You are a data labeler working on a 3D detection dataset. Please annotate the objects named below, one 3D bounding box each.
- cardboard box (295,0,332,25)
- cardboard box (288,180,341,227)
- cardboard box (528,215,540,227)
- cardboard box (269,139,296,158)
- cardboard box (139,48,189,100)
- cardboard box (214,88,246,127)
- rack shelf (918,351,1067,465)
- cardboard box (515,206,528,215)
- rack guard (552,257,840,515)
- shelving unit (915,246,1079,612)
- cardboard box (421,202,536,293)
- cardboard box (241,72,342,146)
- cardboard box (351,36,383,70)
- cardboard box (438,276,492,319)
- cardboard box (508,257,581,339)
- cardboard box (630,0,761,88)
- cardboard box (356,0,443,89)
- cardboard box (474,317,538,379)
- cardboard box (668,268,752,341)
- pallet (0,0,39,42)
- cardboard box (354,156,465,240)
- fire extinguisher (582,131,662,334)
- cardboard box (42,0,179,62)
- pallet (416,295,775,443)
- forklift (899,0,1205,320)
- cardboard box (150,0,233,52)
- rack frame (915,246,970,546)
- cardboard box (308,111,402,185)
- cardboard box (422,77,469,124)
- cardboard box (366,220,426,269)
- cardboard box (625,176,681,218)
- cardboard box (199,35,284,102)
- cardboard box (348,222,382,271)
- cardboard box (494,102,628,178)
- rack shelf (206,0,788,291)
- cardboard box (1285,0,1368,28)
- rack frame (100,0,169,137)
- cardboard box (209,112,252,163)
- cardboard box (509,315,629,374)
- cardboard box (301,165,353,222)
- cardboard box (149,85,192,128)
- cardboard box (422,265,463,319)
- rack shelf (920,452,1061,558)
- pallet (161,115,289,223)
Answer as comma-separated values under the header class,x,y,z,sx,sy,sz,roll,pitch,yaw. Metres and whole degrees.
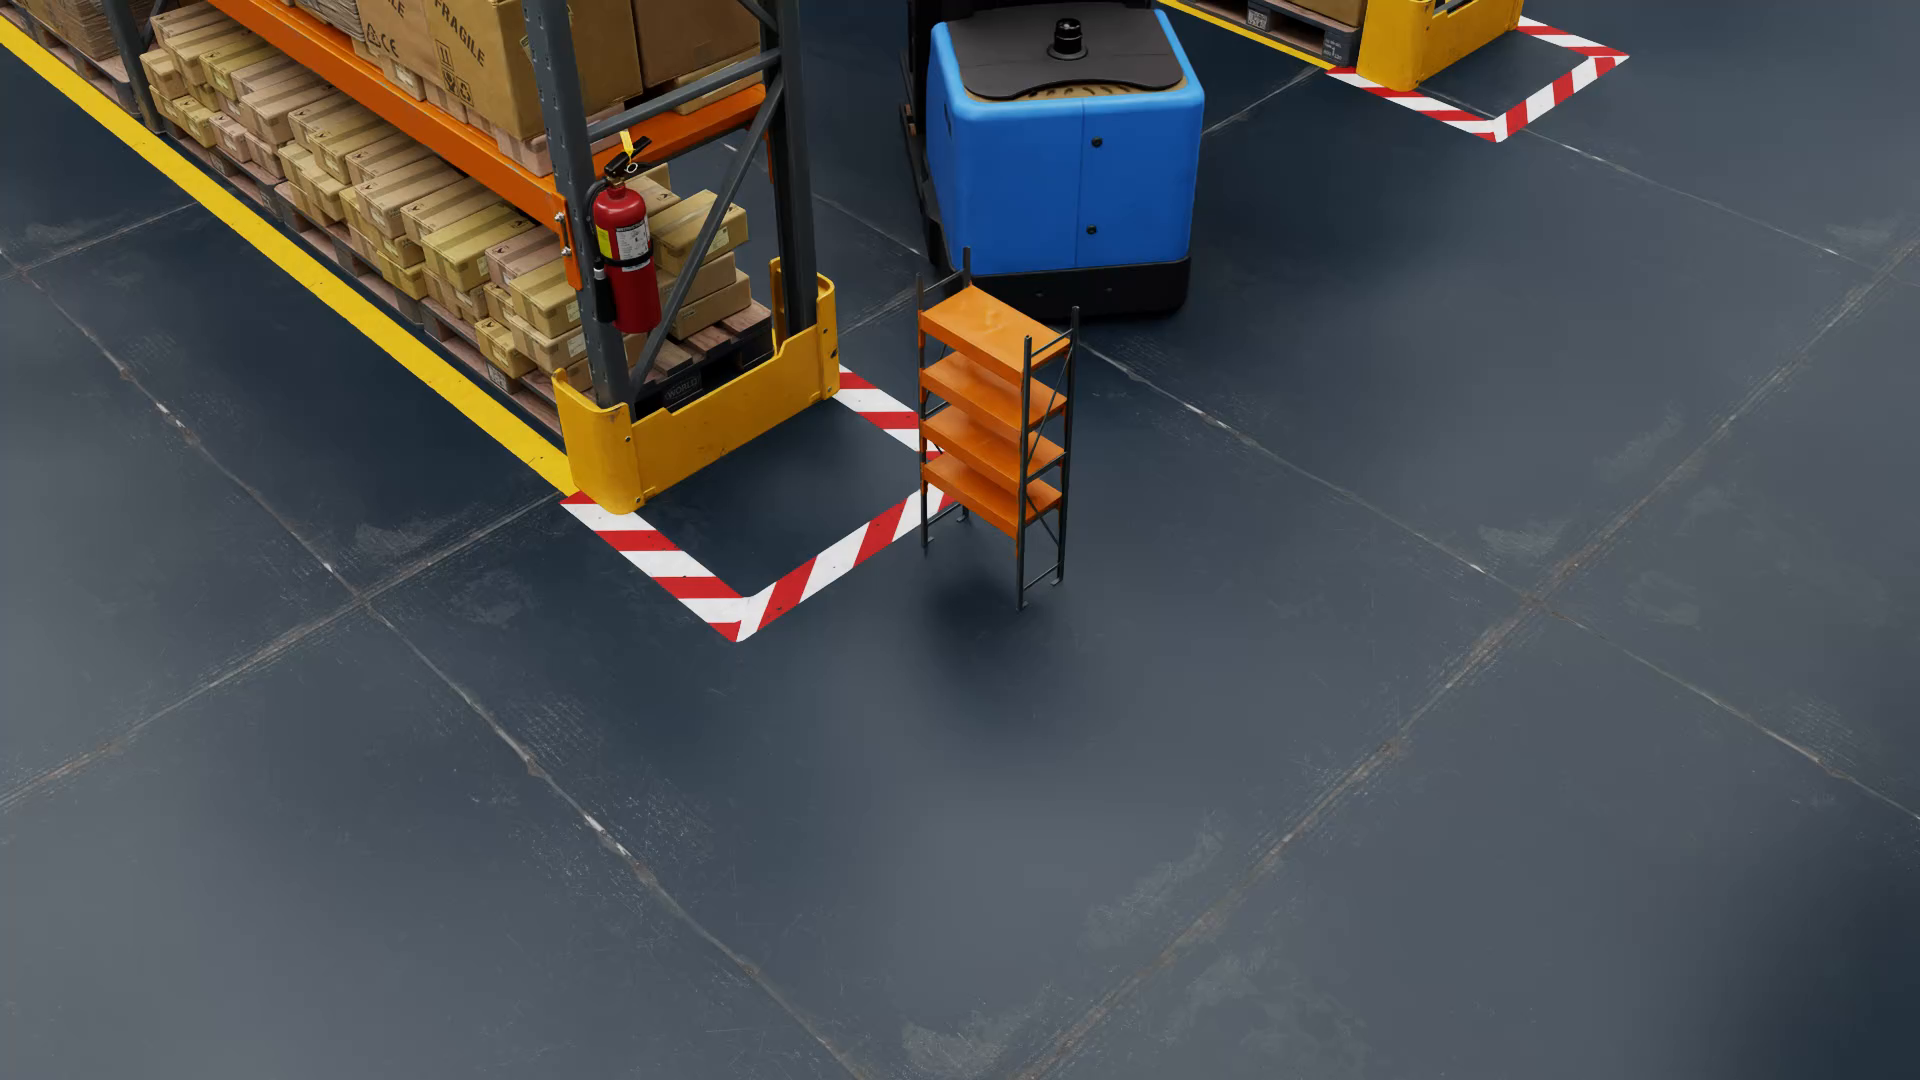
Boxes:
class,x,y,z,sx,sy,sz,roll,pitch,yaw
cardboard box,-2.430,-2.214,6.621,0.380,0.149,0.250,-33,52,-31
cardboard box,-2.804,-1.601,7.563,0.250,0.149,0.380,33,52,30
cardboard box,-1.871,-1.472,7.424,0.380,0.149,0.250,-34,52,-31
cardboard box,-2.943,-1.863,7.628,0.380,0.149,0.250,-32,51,-30
cardboard box,-3.749,-2.316,8.118,0.380,0.149,0.250,-32,51,-30
cardboard box,-3.309,-2.137,7.925,0.250,0.149,0.380,34,52,31
rack shelf,0.117,-0.476,5.651,0.258,0.148,0.480,-34,53,-31
cardboard box,-1.890,-1.587,7.329,0.250,0.149,0.380,32,51,30
rack guard,-1.007,-0.623,6.556,1.175,0.500,0.348,-34,53,-31
shelving unit,0.117,-0.361,5.757,0.258,1.200,0.503,-34,53,-31
cardboard box,-1.917,-1.175,6.664,0.250,0.149,0.380,33,52,31
cardboard box,-2.994,-1.953,7.506,0.380,0.149,0.250,-33,52,-30
cardboard box,-2.083,-1.937,6.321,0.250,0.149,0.380,32,51,30
cardboard box,-1.897,-1.087,6.788,0.250,0.149,0.380,32,52,30
cardboard box,-1.507,-0.963,6.435,0.380,0.149,0.250,-33,52,-31
cardboard box,-1.075,-1.999,5.910,0.500,0.500,0.500,-32,51,-30
cardboard box,-1.813,-1.993,5.904,0.500,0.500,0.500,33,52,31
cardboard box,-1.726,-0.840,6.740,0.380,0.149,0.250,-32,52,-30
cardboard box,-1.097,-1.017,6.932,0.380,0.149,0.250,-33,52,-31
pallet,-5.195,-3.362,9.733,1.003,0.211,1.213,-34,53,-31
cardboard box,-2.284,-1.432,6.943,0.380,0.149,0.250,-32,52,-30
fire extinguisher,-1.103,-0.997,5.451,0.296,0.674,0.183,-34,53,-31
cardboard box,-4.480,-2.898,8.708,0.500,0.500,0.500,33,52,31
pallet,-1.556,-0.924,7.095,1.003,0.211,1.213,-34,53,-31
forklift,0.291,-3.007,7.344,1.130,2.935,3.031,-5,43,-6
cardboard box,-3.682,-2.488,8.085,0.380,0.149,0.250,-32,51,-30
rack frame,-0.055,-0.478,5.884,0.240,1.200,0.015,-34,53,-31
cardboard box,-2.596,-1.724,7.259,0.380,0.149,0.250,-34,52,-31
cardboard box,-1.721,-1.684,6.048,0.250,0.149,0.380,34,52,31
cardboard box,-2.272,-1.329,7.051,0.380,0.149,0.250,-33,52,-31
cardboard box,-1.363,-1.320,6.821,0.380,0.149,0.250,-33,52,-31
cardboard box,-3.316,-2.229,7.805,0.250,0.149,0.380,33,52,31
cardboard box,-2.439,-1.354,7.296,0.380,0.149,0.250,-33,52,-31
cardboard box,-1.384,-1.434,5.776,0.380,0.149,0.250,-34,53,-31
rack shelf,-2.366,-2.201,6.952,1.077,0.370,4.000,-34,53,-31
cardboard box,2.121,-3.476,9.058,0.875,0.875,0.875,-34,53,-31
rack frame,-3.779,-3.427,7.748,1.000,3.000,0.127,-34,53,-31
cardboard box,-3.349,-1.983,7.976,0.250,0.149,0.380,34,52,31
cardboard box,-1.529,-0.838,6.519,0.250,0.149,0.380,33,52,30
cardboard box,-2.654,-1.581,7.322,0.380,0.149,0.250,-34,52,-31
cardboard box,-3.749,-2.205,8.217,0.250,0.149,0.380,32,51,30
cardboard box,-2.036,-1.121,7.044,0.380,0.149,0.250,-34,52,-31
rack shelf,0.117,-0.166,5.937,0.258,0.148,0.480,-34,53,-31
pallet,-3.279,-2.097,8.364,1.003,0.211,1.213,-34,53,-31
